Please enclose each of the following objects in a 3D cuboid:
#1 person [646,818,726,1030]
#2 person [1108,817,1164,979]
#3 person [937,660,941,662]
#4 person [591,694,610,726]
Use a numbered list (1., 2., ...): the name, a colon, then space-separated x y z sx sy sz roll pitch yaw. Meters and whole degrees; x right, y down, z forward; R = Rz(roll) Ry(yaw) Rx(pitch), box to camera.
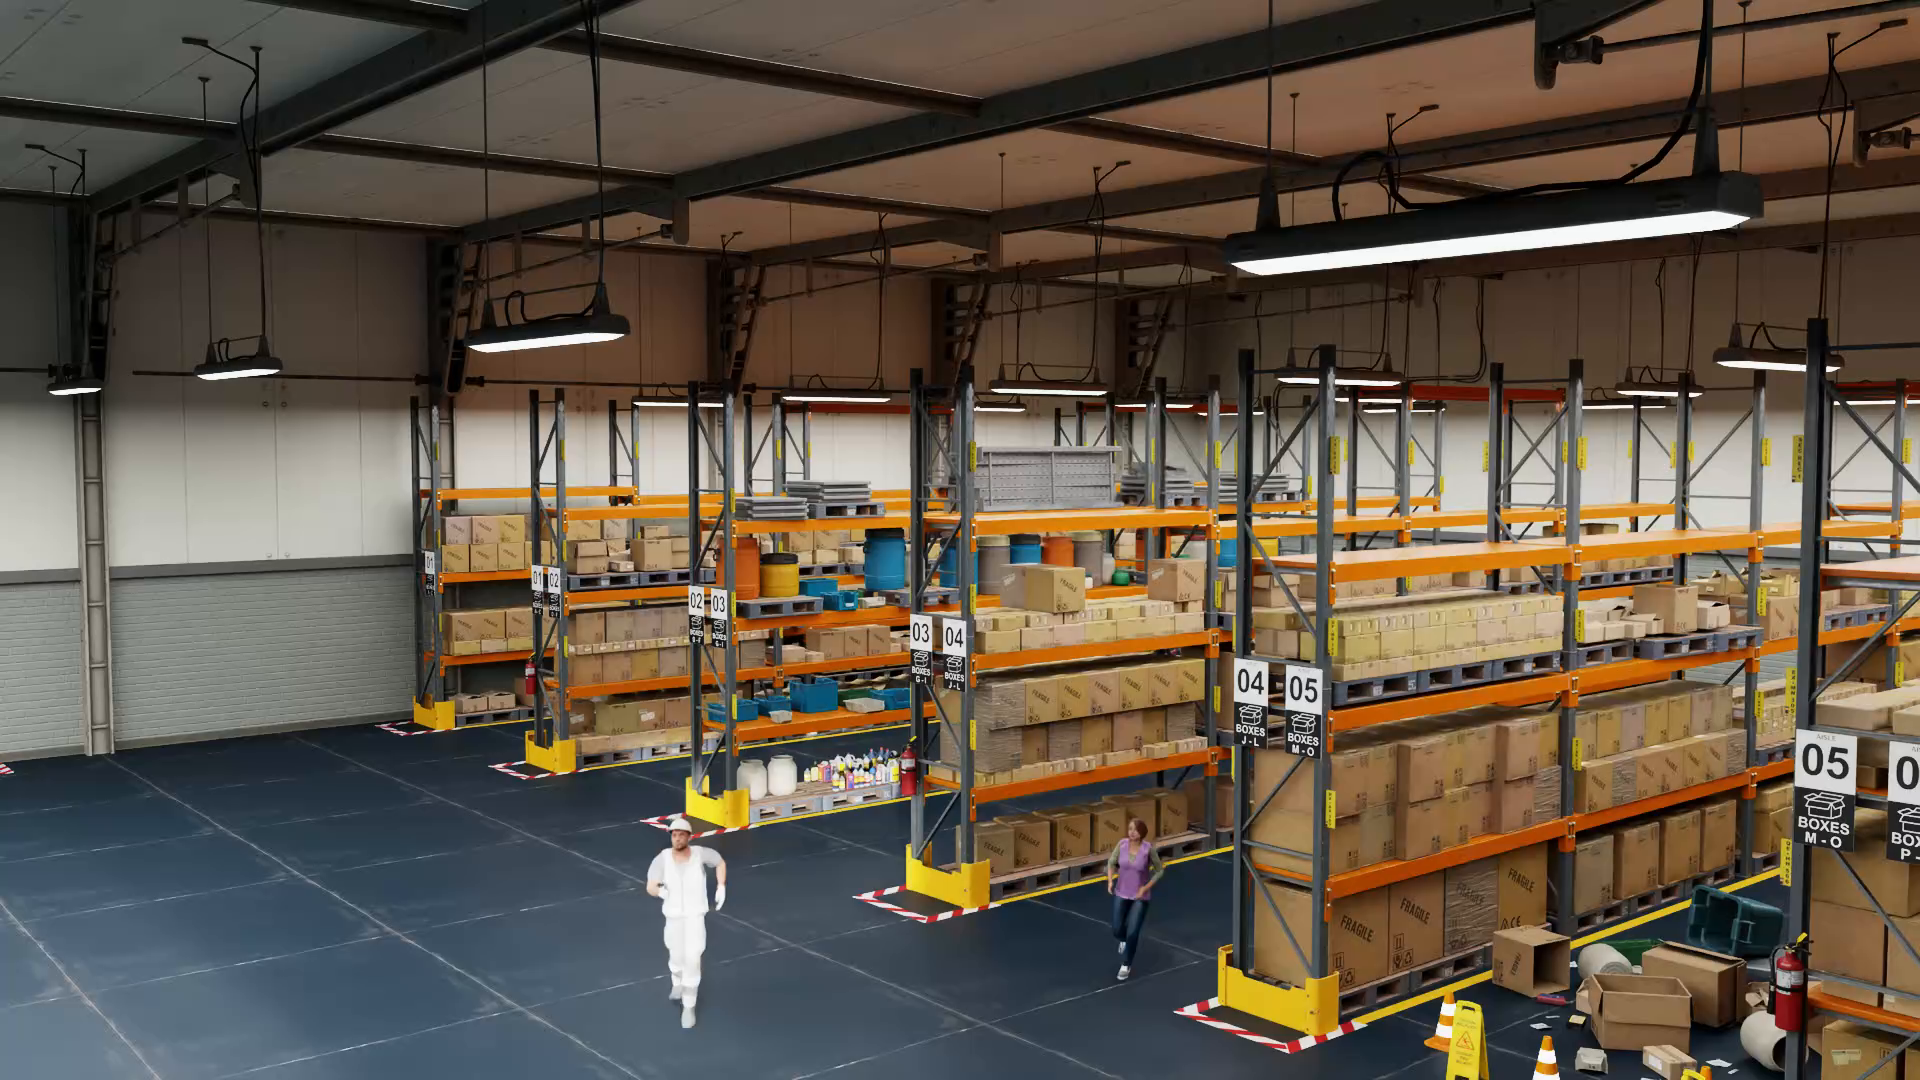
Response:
1. person: -2.456 3.390 14.938 0.676 1.833 0.920 0 3 0
2. person: 1.697 3.449 16.118 0.569 1.559 0.511 1 4 20
3. person: -0.083 2.330 28.606 0.637 1.877 0.745 3 4 39
4. person: -6.124 2.594 28.882 0.663 1.784 0.895 3 4 41
